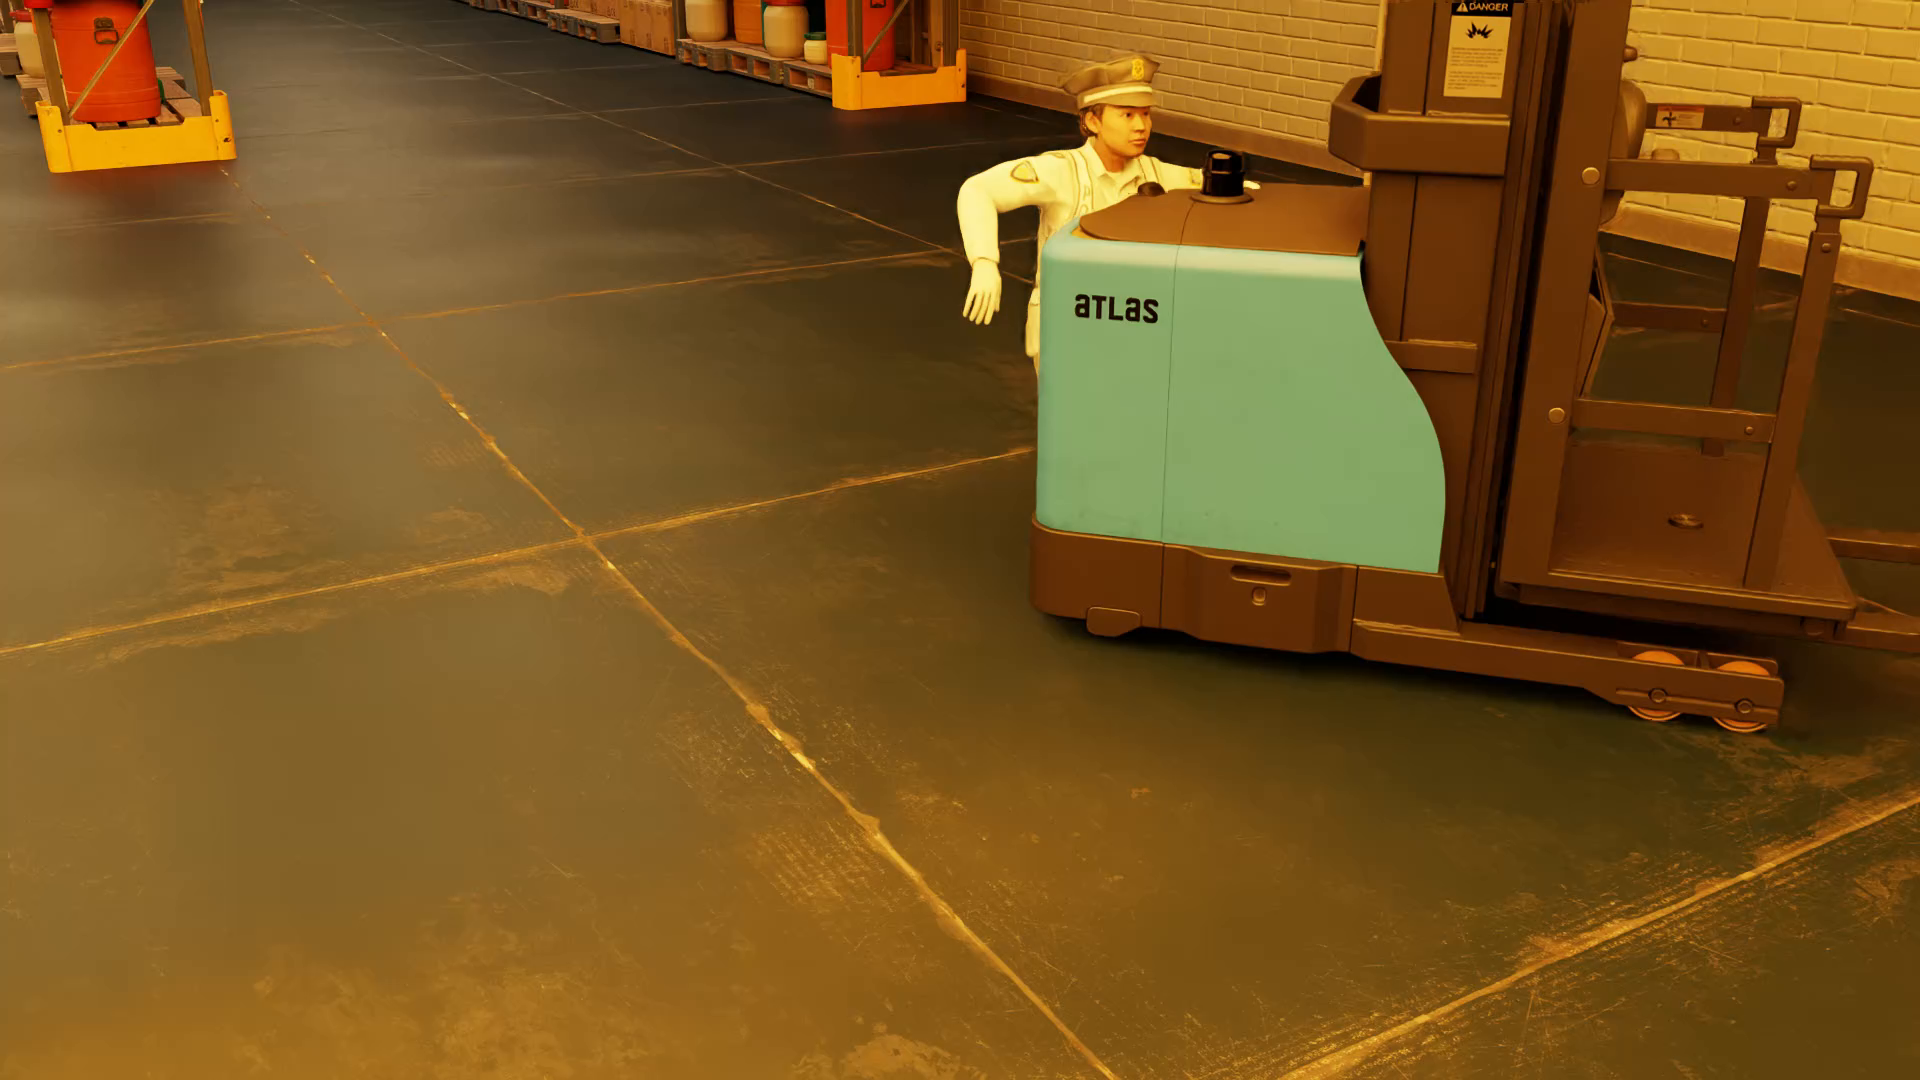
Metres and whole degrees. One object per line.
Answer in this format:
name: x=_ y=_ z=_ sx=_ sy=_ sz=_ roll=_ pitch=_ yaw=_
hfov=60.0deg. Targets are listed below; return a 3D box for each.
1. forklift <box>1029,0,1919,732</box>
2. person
forklift: x=1.765 y=-1.119 z=4.000 sx=3.031 sy=2.935 sz=1.130 roll=7 pitch=23 yaw=16
person: x=0.488 y=-0.517 z=4.443 sx=1.041 sy=1.469 sz=0.781 roll=-13 pitch=26 yaw=-29
